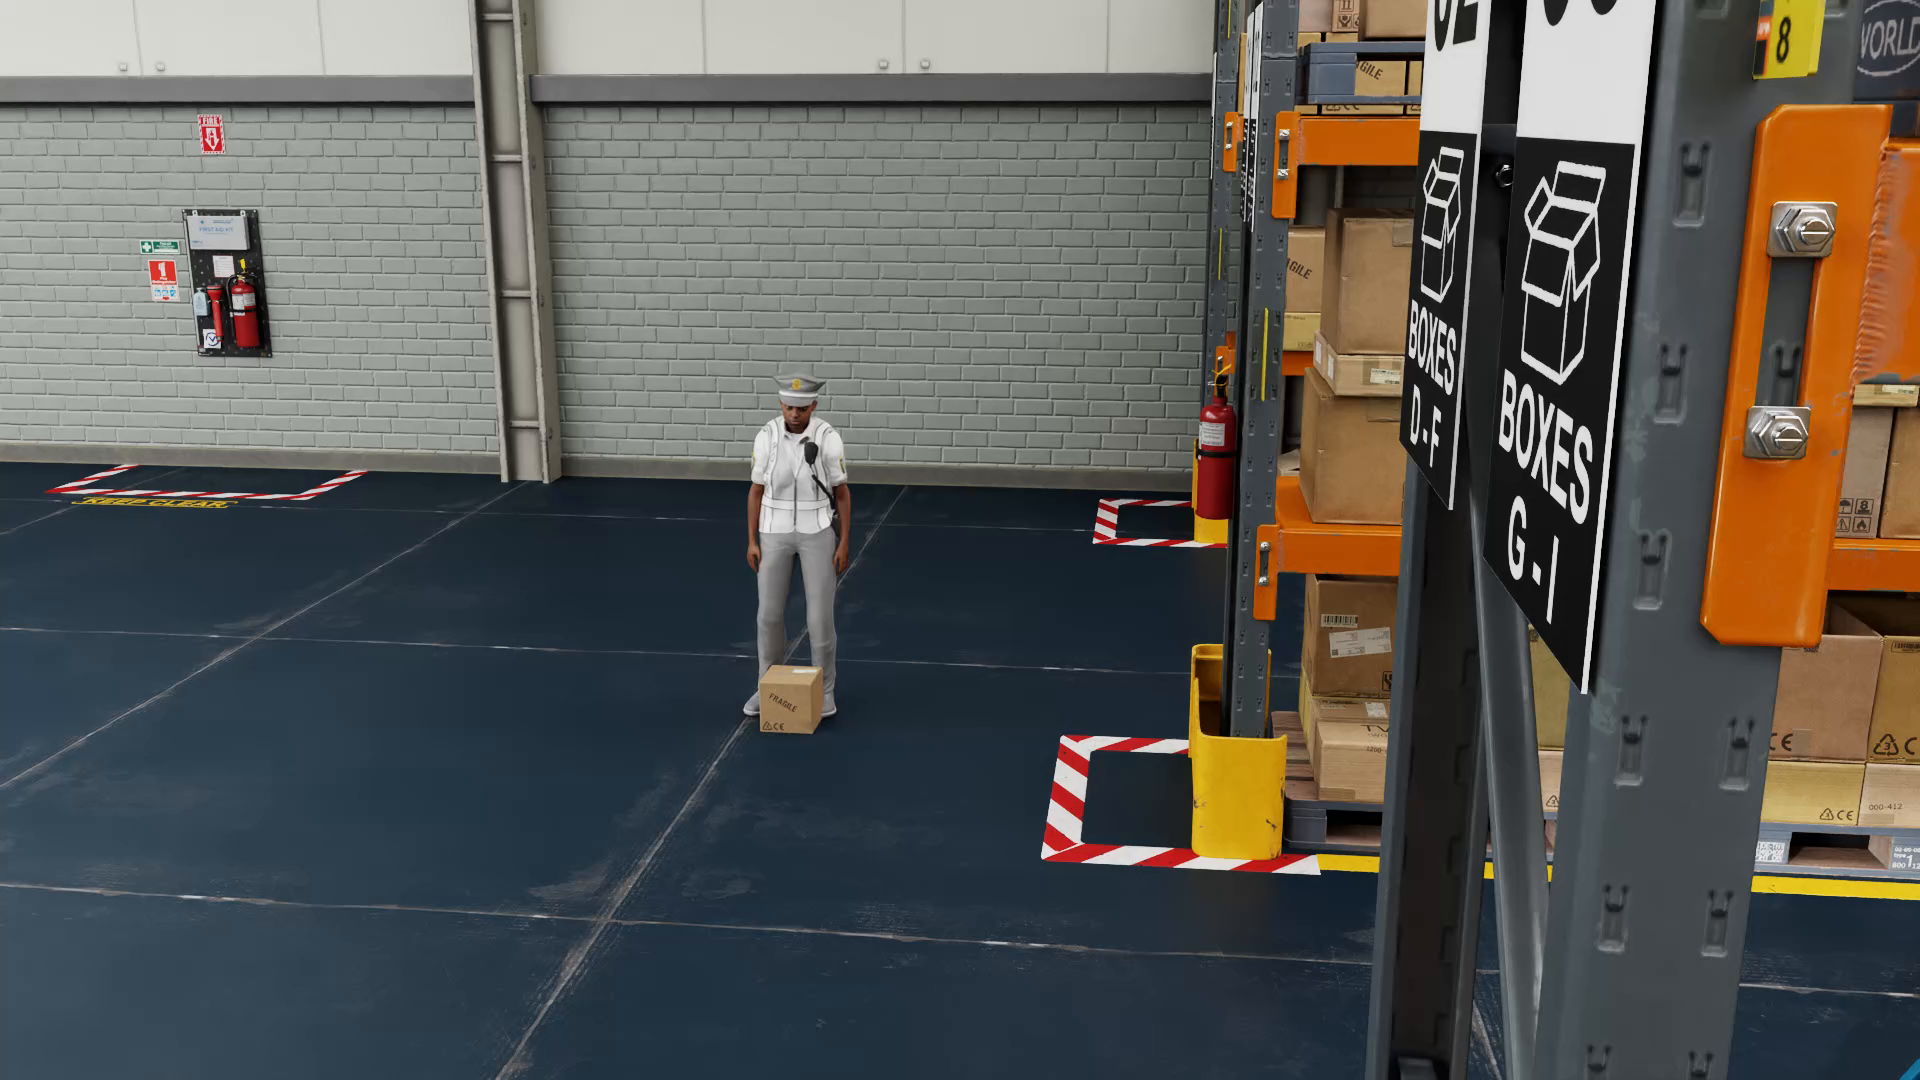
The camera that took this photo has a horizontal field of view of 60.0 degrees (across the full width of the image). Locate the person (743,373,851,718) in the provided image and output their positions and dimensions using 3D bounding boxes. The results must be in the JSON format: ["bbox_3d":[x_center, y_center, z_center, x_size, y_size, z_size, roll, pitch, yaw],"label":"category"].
[{"bbox_3d":[-0.783,0.016,7.948,0.523,1.658,0.395,1,14,3],"label":"person"}]
